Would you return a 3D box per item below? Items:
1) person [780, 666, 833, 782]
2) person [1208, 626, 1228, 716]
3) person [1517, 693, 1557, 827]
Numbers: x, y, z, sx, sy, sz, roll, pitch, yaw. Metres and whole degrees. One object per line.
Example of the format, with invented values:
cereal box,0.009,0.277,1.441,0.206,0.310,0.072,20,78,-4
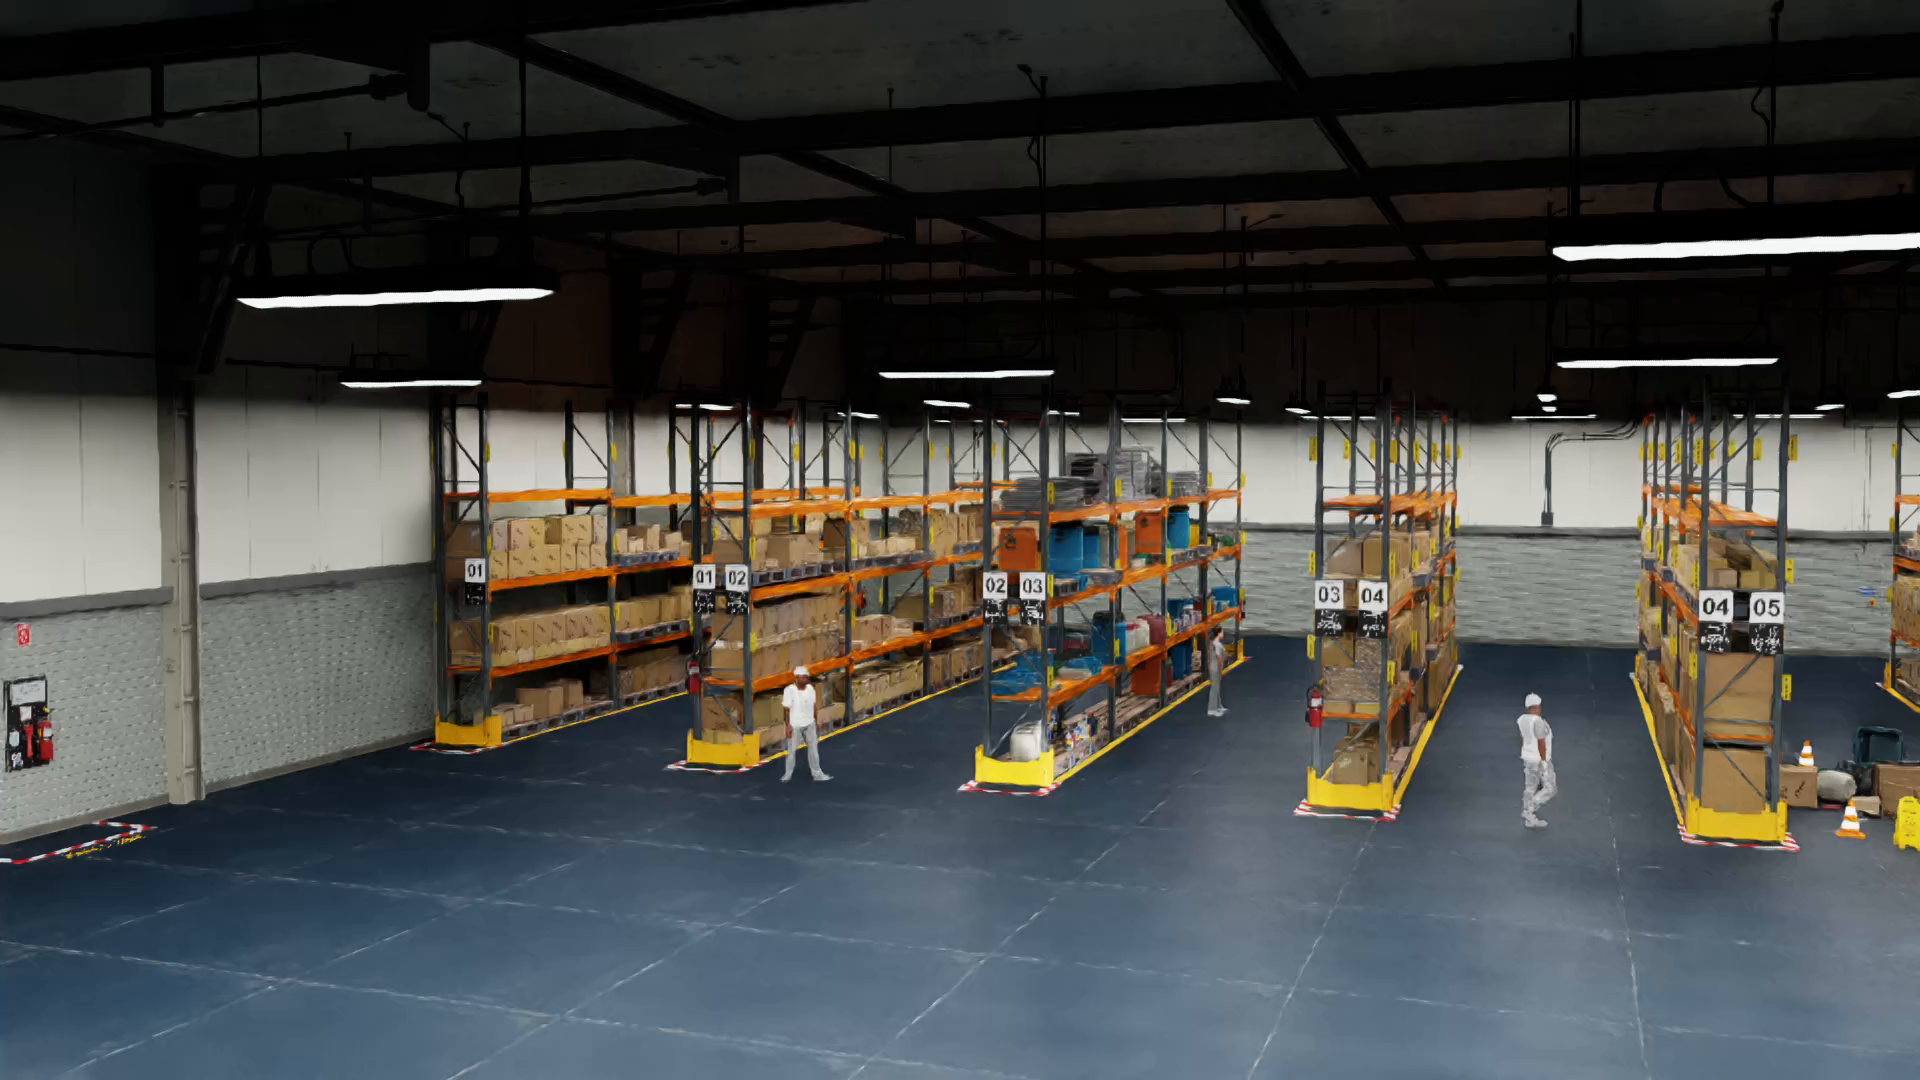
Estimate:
person,-2.358,2.772,25.120,0.727,1.758,0.534,-2,4,-34
person,4.914,2.488,31.572,0.454,1.637,0.540,0,3,-4
person,7.635,2.931,22.109,0.446,1.780,0.600,-1,3,-10
